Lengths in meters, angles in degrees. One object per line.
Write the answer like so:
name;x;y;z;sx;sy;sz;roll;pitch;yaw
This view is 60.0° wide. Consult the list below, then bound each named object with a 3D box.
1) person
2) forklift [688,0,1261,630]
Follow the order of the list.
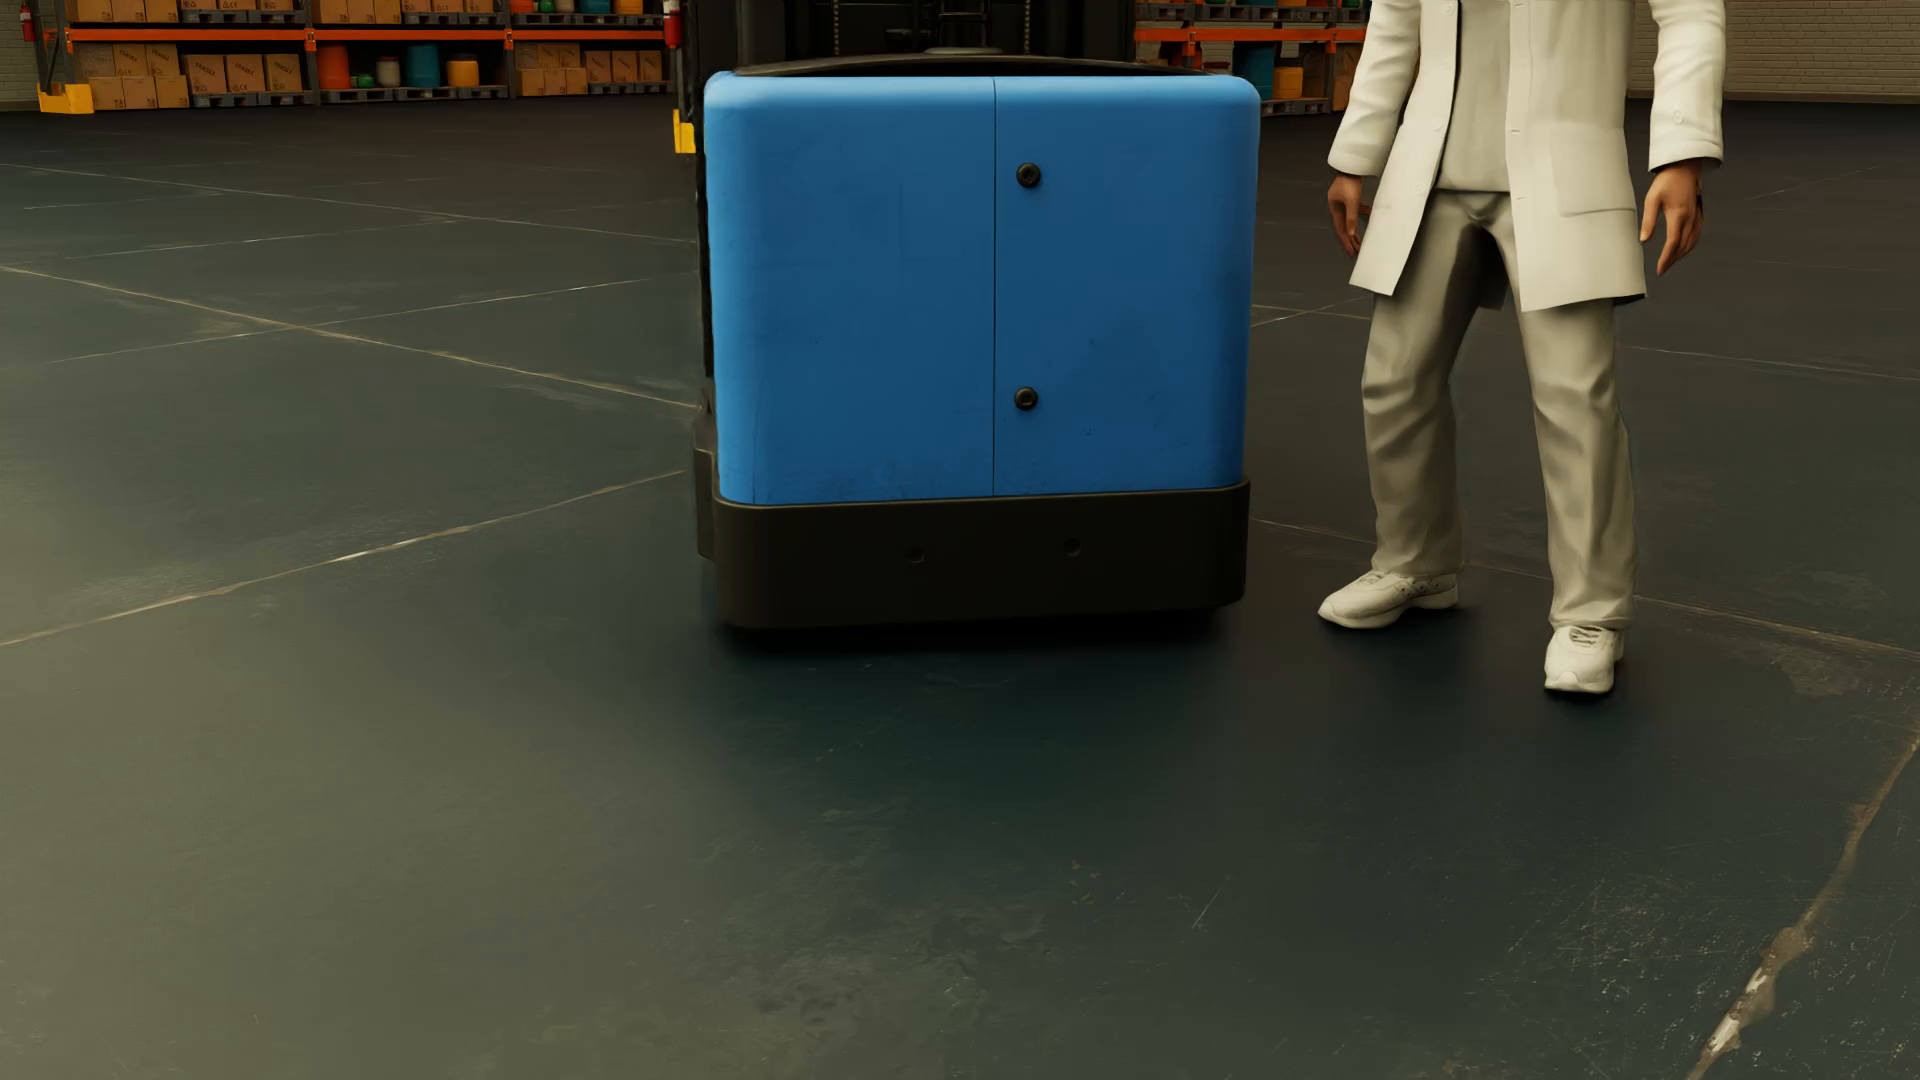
person;0.989;-0.654;3.064;0.789;1.763;0.430;15;22;40
forklift;-0.152;-1.617;4.223;1.130;2.935;3.031;-2;17;-8
